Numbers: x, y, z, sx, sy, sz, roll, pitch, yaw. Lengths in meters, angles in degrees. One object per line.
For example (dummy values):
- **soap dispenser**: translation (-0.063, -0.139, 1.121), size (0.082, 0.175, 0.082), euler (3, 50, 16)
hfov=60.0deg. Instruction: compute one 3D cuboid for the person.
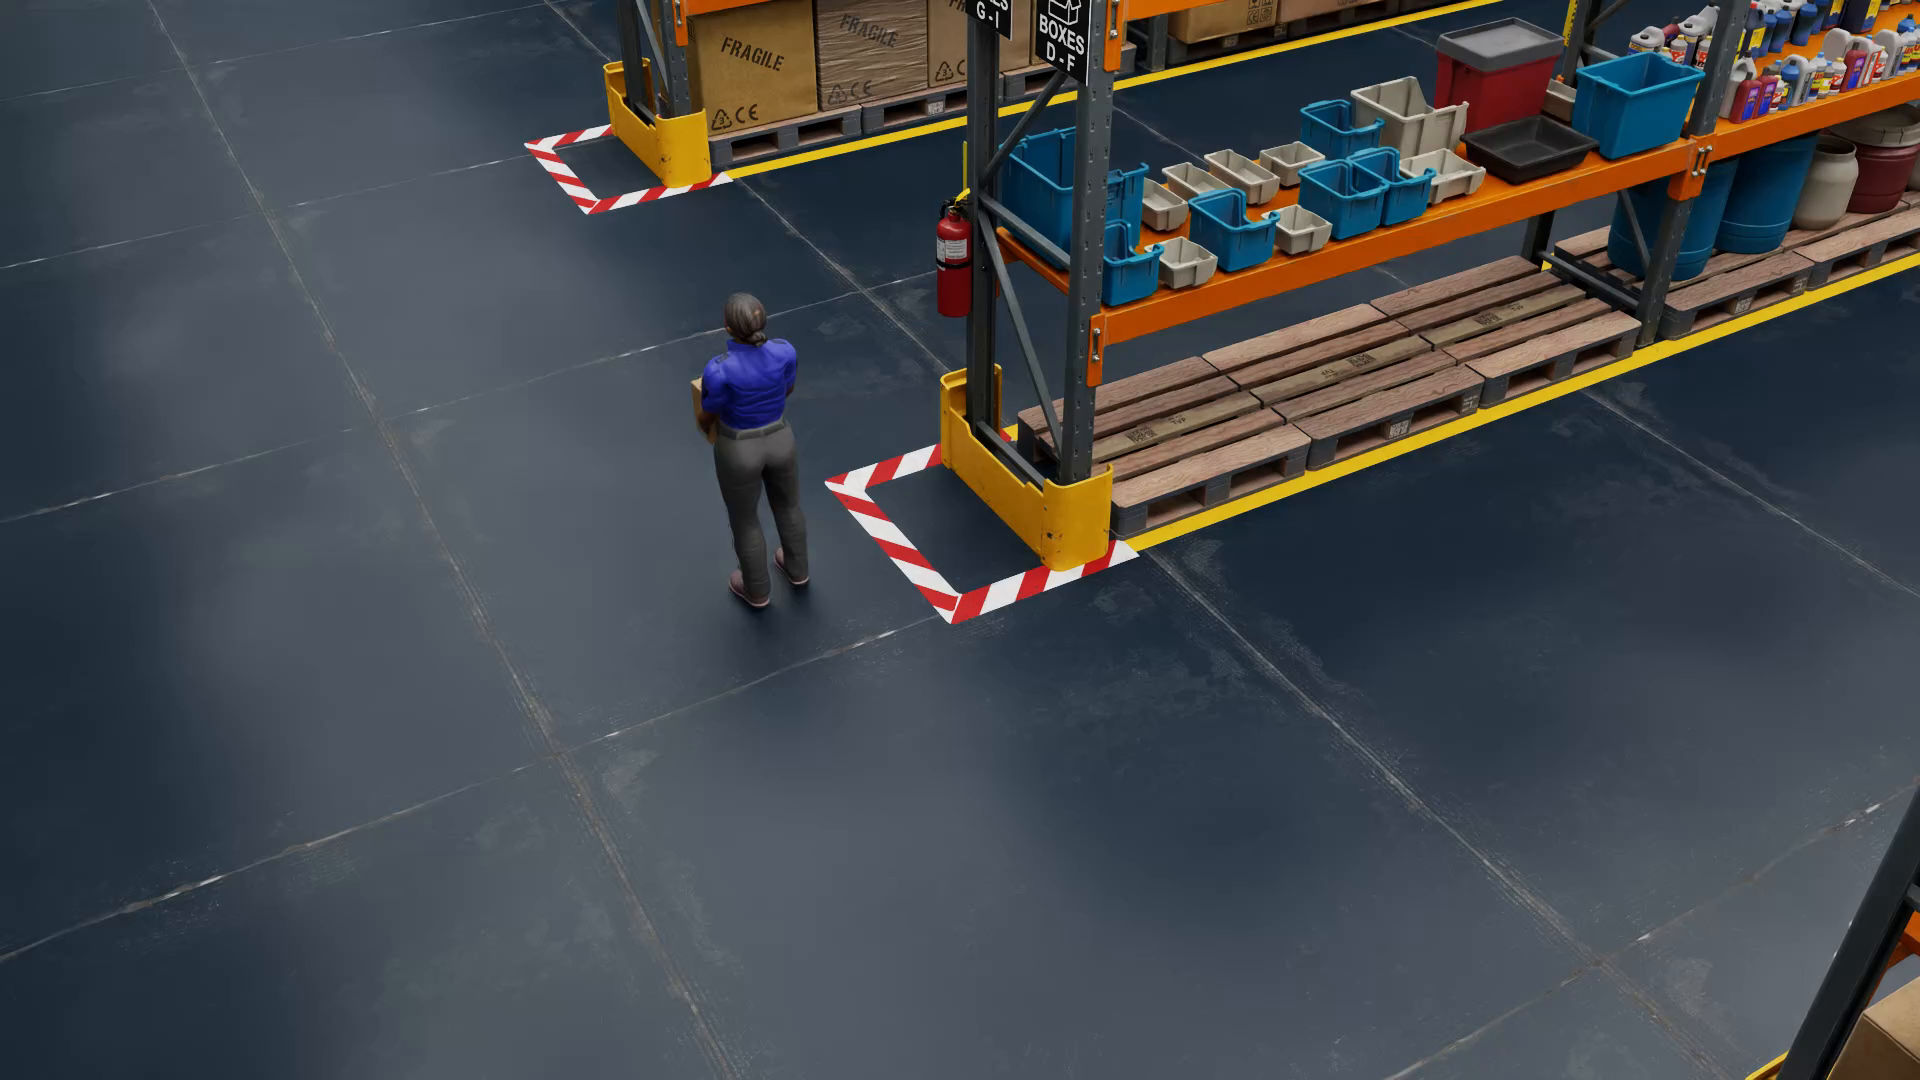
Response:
- **person**: translation (-0.945, -0.430, 7.500), size (0.488, 1.658, 0.488), euler (-19, 41, -24)
